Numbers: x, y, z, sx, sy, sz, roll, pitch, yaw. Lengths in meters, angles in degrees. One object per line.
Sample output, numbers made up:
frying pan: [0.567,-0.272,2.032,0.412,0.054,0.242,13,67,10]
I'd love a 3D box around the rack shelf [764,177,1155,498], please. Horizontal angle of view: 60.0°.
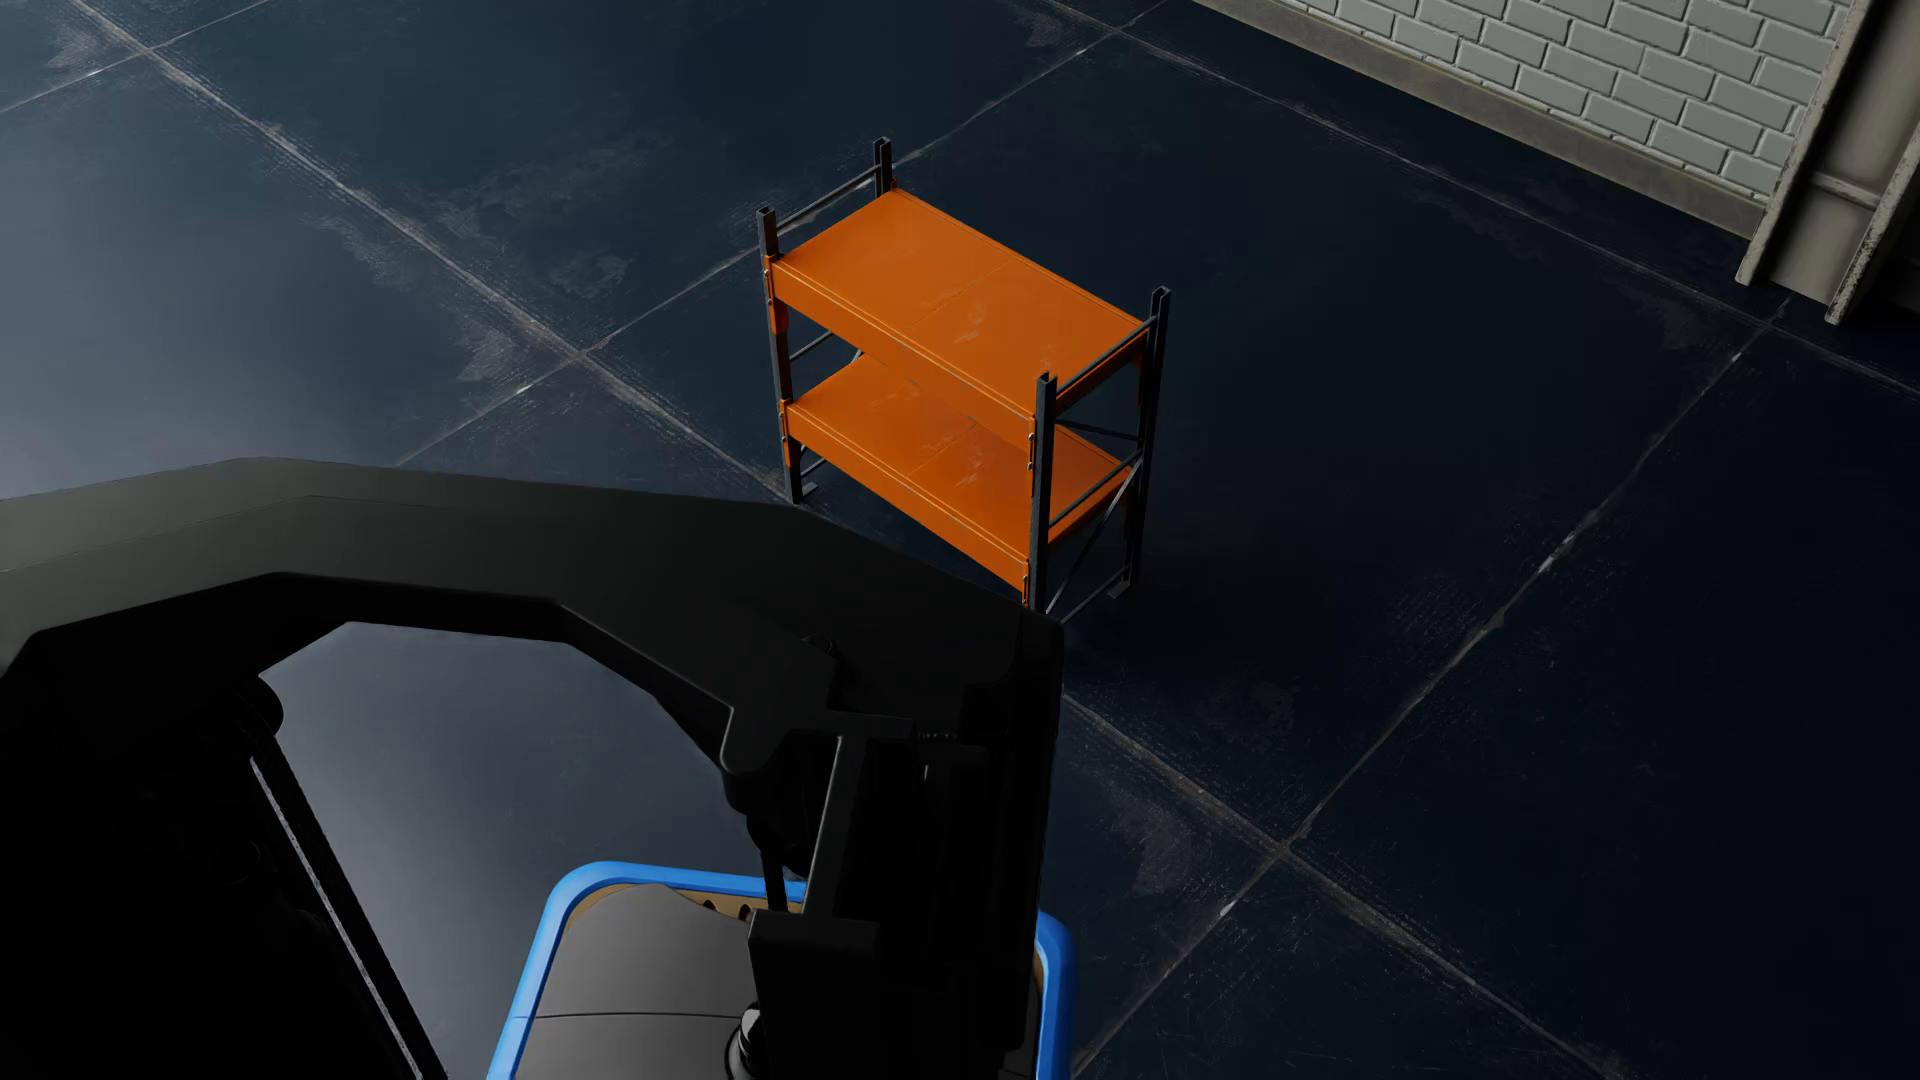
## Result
rack shelf: [-0.005,-0.589,4.630,1.000,0.278,0.538,34,55,28]

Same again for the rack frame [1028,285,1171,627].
rack frame: [0.369,-0.137,4.607,0.032,1.125,0.500,34,55,28]

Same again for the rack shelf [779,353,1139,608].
rack shelf: [-0.005,-0.221,5.021,1.000,0.278,0.538,34,55,28]

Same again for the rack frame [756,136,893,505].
rack frame: [-0.379,-0.640,5.079,0.032,1.125,0.500,34,55,28]

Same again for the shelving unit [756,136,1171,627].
shelving unit: [-0.005,-0.388,4.843,1.048,1.125,0.538,34,55,28]

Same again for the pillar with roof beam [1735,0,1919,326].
pillar with roof beam: [0.195,-1.721,0.693,0.400,9.000,9.100,34,55,28]
